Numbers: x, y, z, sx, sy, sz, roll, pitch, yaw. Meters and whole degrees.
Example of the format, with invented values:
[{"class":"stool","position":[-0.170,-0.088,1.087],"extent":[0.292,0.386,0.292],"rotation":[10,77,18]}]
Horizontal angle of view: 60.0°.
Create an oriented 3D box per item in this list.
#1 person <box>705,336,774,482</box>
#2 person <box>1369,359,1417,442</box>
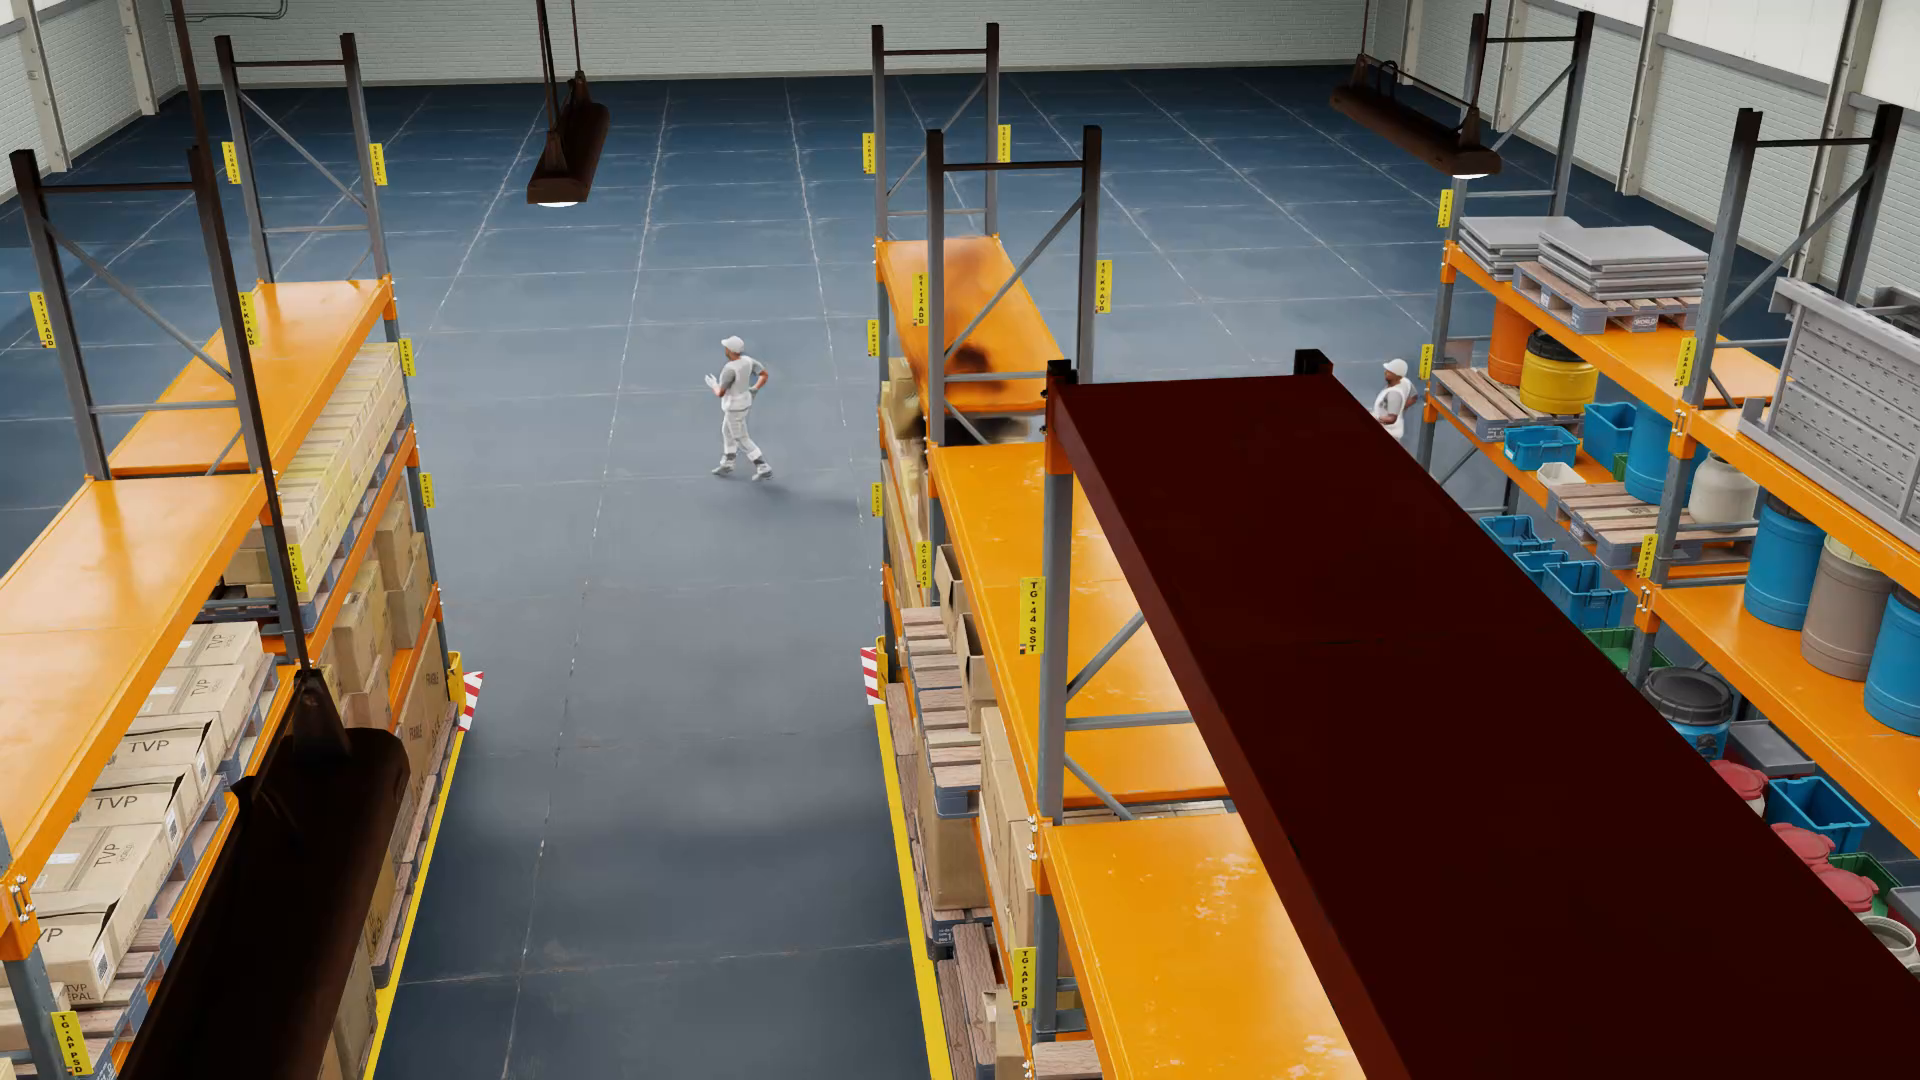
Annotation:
[{"class":"person","position":[-2.616,-1.537,19.602],"extent":[0.910,1.817,0.655],"rotation":[9,27,18]},{"class":"person","position":[4.915,-1.216,18.991],"extent":[0.971,1.787,0.683],"rotation":[8,27,16]}]
